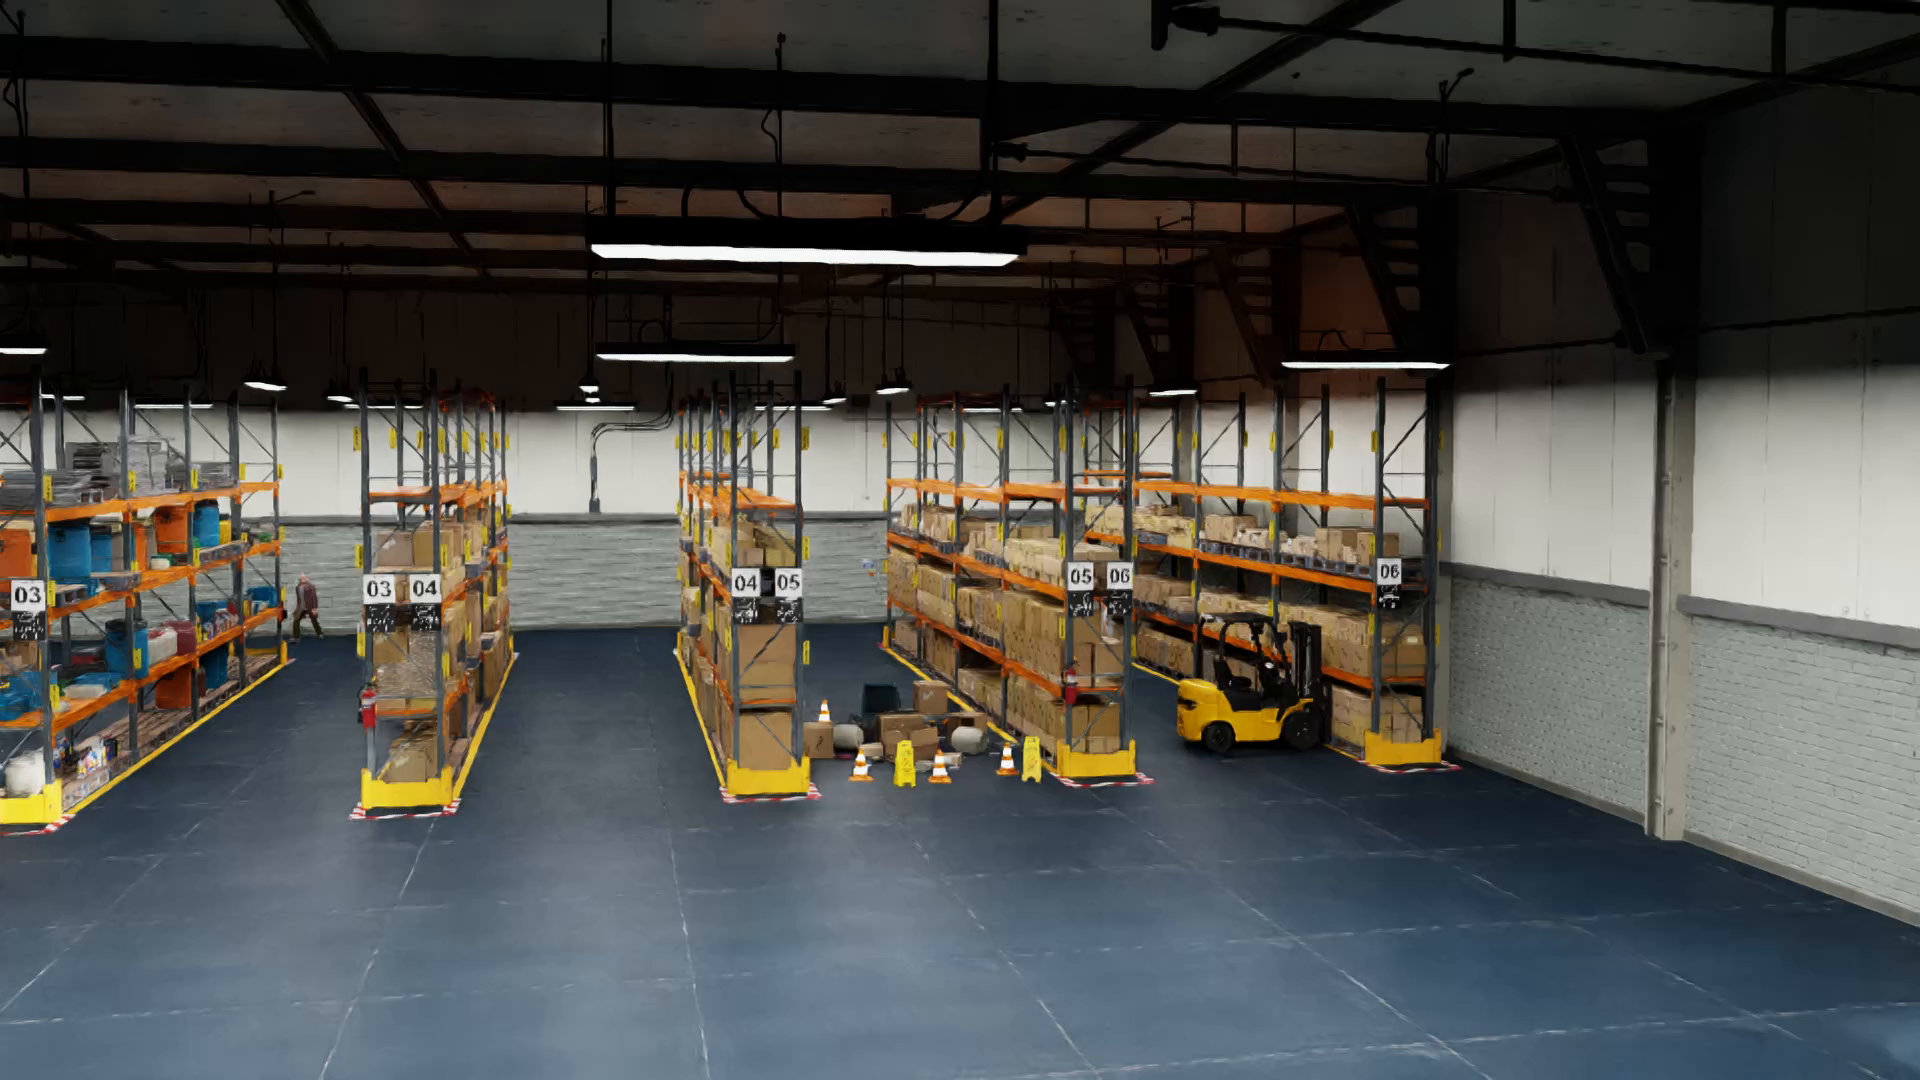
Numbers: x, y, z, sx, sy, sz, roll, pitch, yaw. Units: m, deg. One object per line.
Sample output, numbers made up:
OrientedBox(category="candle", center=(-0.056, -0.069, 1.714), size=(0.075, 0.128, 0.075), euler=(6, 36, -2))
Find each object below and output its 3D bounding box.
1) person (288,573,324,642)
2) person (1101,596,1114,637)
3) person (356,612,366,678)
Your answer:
OrientedBox(category="person", center=(-16.308, 1.675, 41.510), size=(0.634, 1.723, 1.045), euler=(0, 3, 8))
OrientedBox(category="person", center=(3.103, 2.031, 35.628), size=(0.580, 1.666, 0.549), euler=(1, 3, 9))
OrientedBox(category="person", center=(-12.250, 2.184, 34.372), size=(0.417, 1.517, 1.037), euler=(-1, 3, -10))
